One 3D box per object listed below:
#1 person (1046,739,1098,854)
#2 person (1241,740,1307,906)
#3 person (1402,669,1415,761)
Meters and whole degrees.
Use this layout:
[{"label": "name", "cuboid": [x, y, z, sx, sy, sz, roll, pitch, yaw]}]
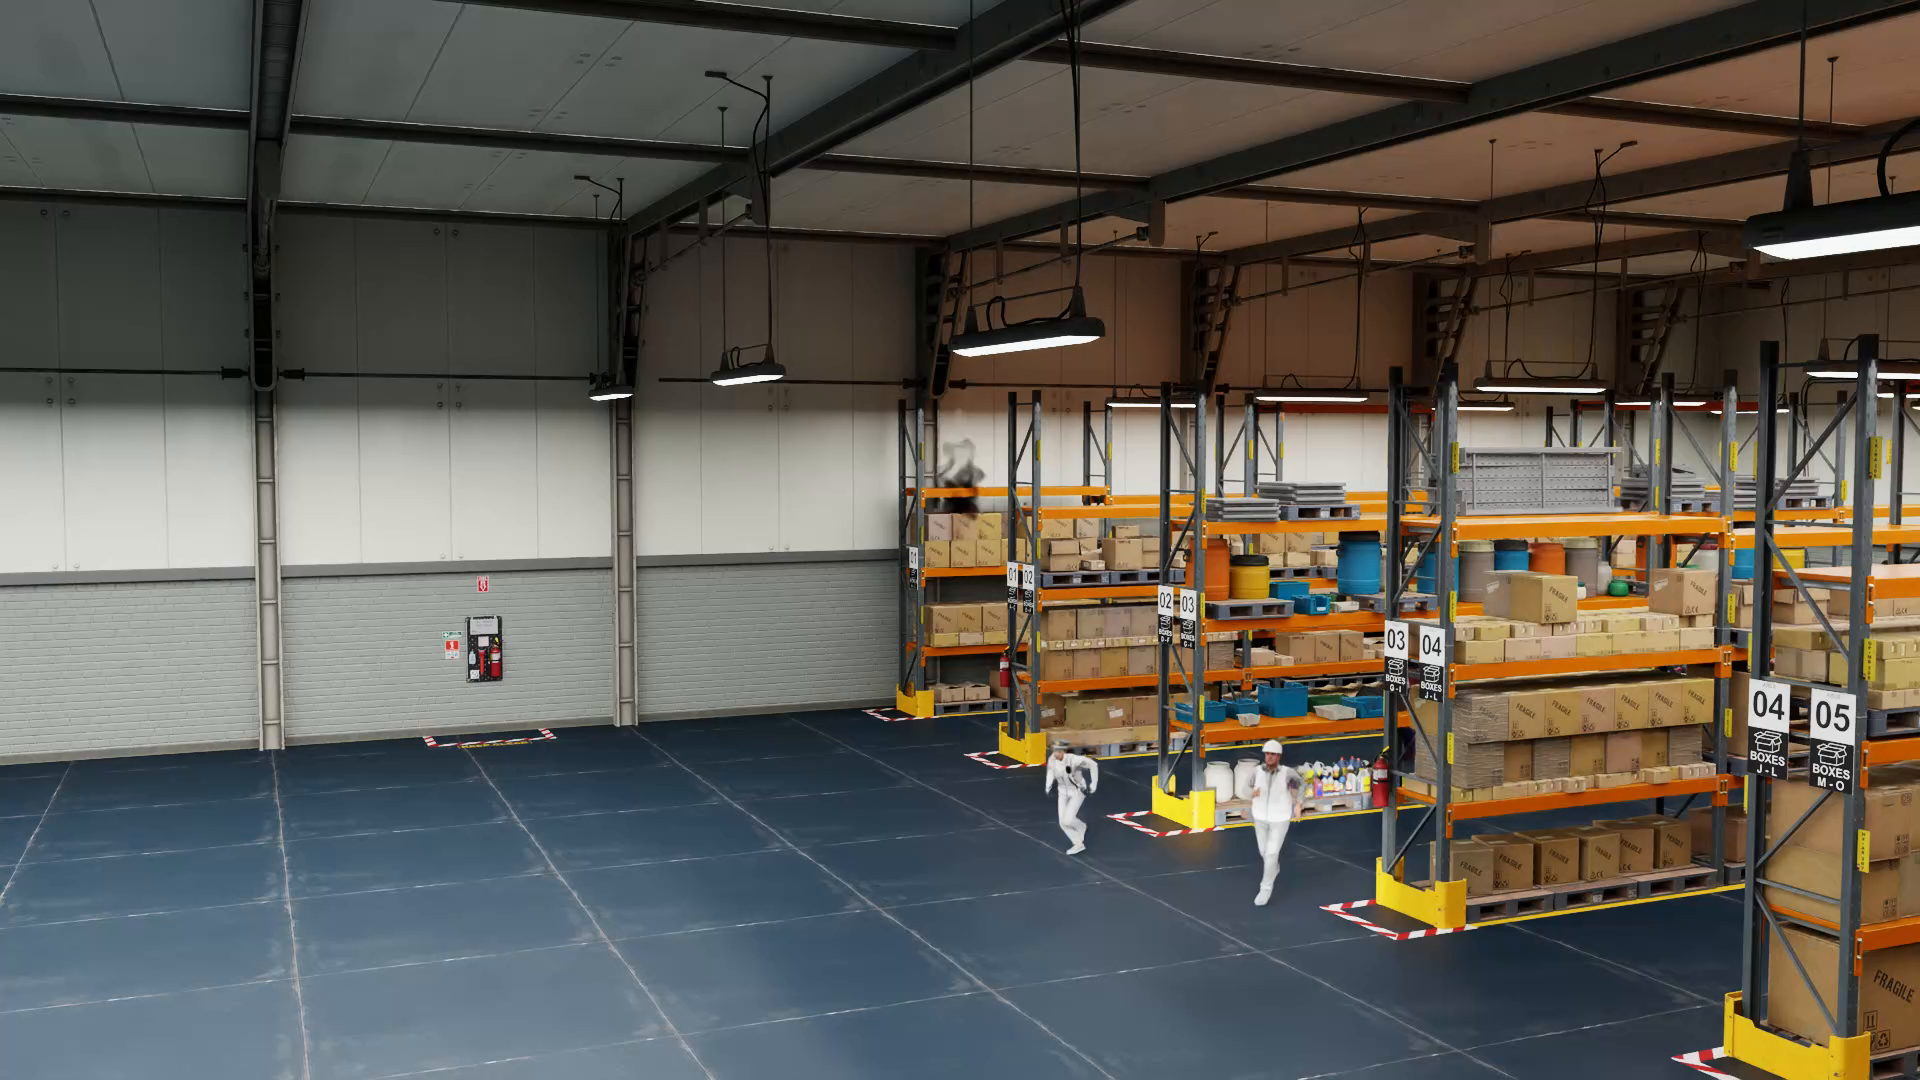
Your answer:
[{"label": "person", "cuboid": [1.374, 3.205, 20.714, 0.645, 1.516, 0.737, 2, 4, 34]}, {"label": "person", "cuboid": [3.525, 3.144, 18.817, 0.673, 1.778, 0.964, 2, 4, 29]}, {"label": "person", "cuboid": [7.312, 2.779, 27.129, 0.711, 1.692, 0.613, -2, 4, -27]}]
